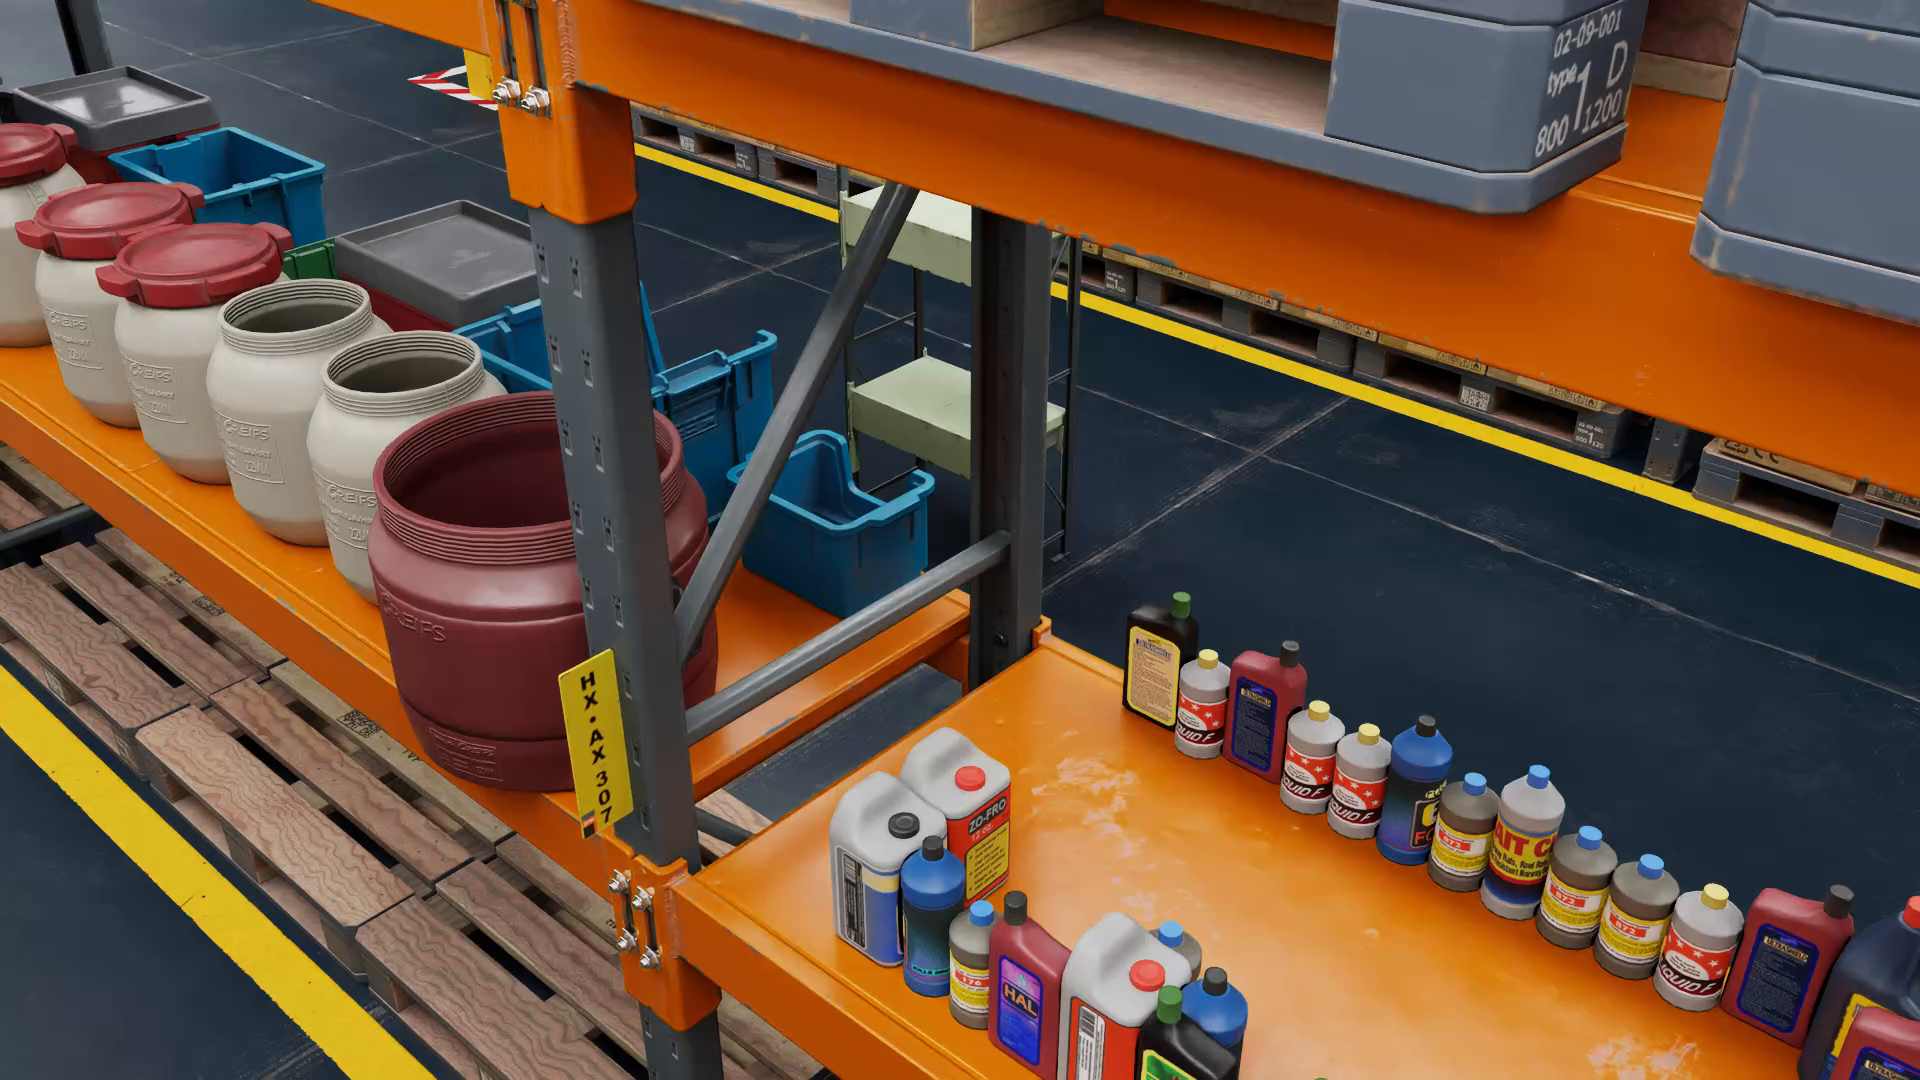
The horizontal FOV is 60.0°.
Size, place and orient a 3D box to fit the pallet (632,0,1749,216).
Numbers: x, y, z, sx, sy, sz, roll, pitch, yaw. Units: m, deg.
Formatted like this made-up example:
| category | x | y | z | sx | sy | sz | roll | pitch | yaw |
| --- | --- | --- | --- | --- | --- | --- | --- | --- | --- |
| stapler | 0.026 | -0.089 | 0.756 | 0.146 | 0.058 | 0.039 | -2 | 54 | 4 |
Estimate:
| category | x | y | z | sx | sy | sz | roll | pitch | yaw |
| --- | --- | --- | --- | --- | --- | --- | --- | --- | --- |
| pallet | 0.290 | -0.718 | 1.809 | 1.213 | 0.211 | 1.003 | 25 | 39 | 35 |

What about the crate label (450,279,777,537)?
| category | x | y | z | sx | sy | sz | roll | pitch | yaw |
| --- | --- | --- | --- | --- | --- | --- | --- | --- | --- |
| crate label | -0.767 | -0.278 | 3.769 | 0.616 | 0.435 | 0.502 | 25 | 39 | 35 |

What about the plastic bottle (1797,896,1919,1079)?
| category | x | y | z | sx | sy | sz | roll | pitch | yaw |
| --- | --- | --- | --- | --- | --- | --- | --- | --- | --- |
| plastic bottle | 1.312 | 0.649 | 2.312 | 0.185 | 0.351 | 0.144 | 25 | 39 | 35 |

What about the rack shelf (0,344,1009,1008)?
| category | x | y | z | sx | sy | sz | roll | pitch | yaw |
| --- | --- | --- | --- | --- | --- | --- | --- | --- | --- |
| rack shelf | -1.695 | -0.200 | 4.371 | 4.000 | 0.370 | 1.077 | 25 | 39 | 35 |

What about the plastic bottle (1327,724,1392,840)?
| category | x | y | z | sx | sy | sz | roll | pitch | yaw |
| --- | --- | --- | --- | --- | --- | --- | --- | --- | --- |
| plastic bottle | 0.691 | 0.407 | 2.859 | 0.097 | 0.201 | 0.097 | 0 | 31 | 0 |

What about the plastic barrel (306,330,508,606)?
| category | x | y | z | sx | sy | sz | roll | pitch | yaw |
| --- | --- | --- | --- | --- | --- | --- | --- | --- | --- |
| plastic barrel | -1.118 | -0.138 | 3.463 | 0.421 | 0.512 | 0.421 | 0 | 31 | 0 |

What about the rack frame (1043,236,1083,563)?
| category | x | y | z | sx | sy | sz | roll | pitch | yaw |
| --- | --- | --- | --- | --- | --- | --- | --- | --- | --- |
| rack frame | 0.266 | -0.518 | 5.657 | 0.023 | 1.500 | 0.400 | 25 | 39 | 35 |

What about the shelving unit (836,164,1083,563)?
| category | x | y | z | sx | sy | sz | roll | pitch | yaw |
| --- | --- | --- | --- | --- | --- | --- | --- | --- | --- |
| shelving unit | -0.005 | -0.645 | 5.867 | 0.755 | 1.500 | 0.431 | 25 | 39 | 35 |

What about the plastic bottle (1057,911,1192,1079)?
| category | x | y | z | sx | sy | sz | roll | pitch | yaw |
| --- | --- | --- | --- | --- | --- | --- | --- | --- | --- |
| plastic bottle | 0.235 | 0.671 | 2.348 | 0.135 | 0.276 | 0.152 | 25 | 39 | 35 |

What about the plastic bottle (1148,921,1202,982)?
| category | x | y | z | sx | sy | sz | roll | pitch | yaw |
| --- | --- | --- | --- | --- | --- | --- | --- | --- | --- |
| plastic bottle | 0.305 | 0.649 | 2.457 | 0.097 | 0.201 | 0.097 | 0 | 31 | 0 |

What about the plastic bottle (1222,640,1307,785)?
| category | x | y | z | sx | sy | sz | roll | pitch | yaw |
| --- | --- | --- | --- | --- | --- | --- | --- | --- | --- |
| plastic bottle | 0.546 | 0.291 | 2.971 | 0.133 | 0.283 | 0.061 | 25 | 39 | 35 |

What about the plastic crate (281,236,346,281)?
| category | x | y | z | sx | sy | sz | roll | pitch | yaw |
| --- | --- | --- | --- | --- | --- | --- | --- | --- | --- |
| plastic crate | -1.697 | -0.615 | 4.568 | 0.662 | 0.188 | 0.450 | 25 | 39 | 35 |

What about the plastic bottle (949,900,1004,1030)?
| category | x | y | z | sx | sy | sz | roll | pitch | yaw |
| --- | --- | --- | --- | --- | --- | --- | --- | --- | --- |
| plastic bottle | 0.032 | 0.627 | 2.493 | 0.097 | 0.201 | 0.097 | 0 | 31 | 0 |

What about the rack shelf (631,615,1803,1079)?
| category | x | y | z | sx | sy | sz | roll | pitch | yaw |
| --- | --- | --- | --- | --- | --- | --- | --- | --- | --- |
| rack shelf | 1.271 | 1.185 | 2.071 | 4.000 | 0.370 | 1.077 | 25 | 39 | 35 |

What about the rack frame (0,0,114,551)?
| category | x | y | z | sx | sy | sz | roll | pitch | yaw |
| --- | --- | --- | --- | --- | --- | --- | --- | --- | --- |
| rack frame | -3.177 | -1.200 | 5.335 | 0.127 | 3.000 | 1.000 | 25 | 39 | 35 |

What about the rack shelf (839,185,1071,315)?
| category | x | y | z | sx | sy | sz | roll | pitch | yaw |
| --- | --- | --- | --- | --- | --- | --- | --- | --- | --- |
| rack shelf | -0.005 | -0.979 | 5.666 | 0.720 | 0.370 | 0.431 | 25 | 39 | 35 |

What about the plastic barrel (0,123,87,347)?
| category | x | y | z | sx | sy | sz | roll | pitch | yaw |
| --- | --- | --- | --- | --- | --- | --- | --- | --- | --- |
| plastic barrel | -2.615 | -0.843 | 4.611 | 0.433 | 0.535 | 0.433 | 0 | 31 | 0 |

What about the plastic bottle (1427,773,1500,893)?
| category | x | y | z | sx | sy | sz | roll | pitch | yaw |
| --- | --- | --- | --- | --- | --- | --- | --- | --- | --- |
| plastic bottle | 0.835 | 0.474 | 2.747 | 0.097 | 0.201 | 0.097 | 0 | 31 | 0 |

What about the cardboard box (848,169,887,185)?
| category | x | y | z | sx | sy | sz | roll | pitch | yaw |
| --- | --- | --- | --- | --- | --- | --- | --- | --- | --- |
| cardboard box | -0.341 | -2.172 | 9.208 | 0.500 | 0.250 | 0.500 | 25 | 39 | 35 |

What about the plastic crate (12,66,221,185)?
| category | x | y | z | sx | sy | sz | roll | pitch | yaw |
| --- | --- | --- | --- | --- | --- | --- | --- | --- | --- |
| plastic crate | -2.613 | -1.177 | 5.235 | 0.583 | 0.464 | 0.402 | 25 | 39 | 35 |

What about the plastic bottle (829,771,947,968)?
| category | x | y | z | sx | sy | sz | roll | pitch | yaw |
| --- | --- | --- | --- | --- | --- | --- | --- | --- | --- |
| plastic bottle | -0.108 | 0.511 | 2.614 | 0.135 | 0.276 | 0.152 | 25 | 39 | 35 |

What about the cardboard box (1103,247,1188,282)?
| category | x | y | z | sx | sy | sz | roll | pitch | yaw |
| --- | --- | --- | --- | --- | --- | --- | --- | --- | --- |
| cardboard box | 1.046 | -1.505 | 8.100 | 0.500 | 0.250 | 0.500 | 24 | 38 | 34 |

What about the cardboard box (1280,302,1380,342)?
| category | x | y | z | sx | sy | sz | roll | pitch | yaw |
| --- | --- | --- | --- | --- | --- | --- | --- | --- | --- |
| cardboard box | 1.806 | -1.152 | 7.513 | 0.500 | 0.250 | 0.500 | 26 | 40 | 36 |

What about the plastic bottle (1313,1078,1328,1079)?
| category | x | y | z | sx | sy | sz | roll | pitch | yaw |
| --- | --- | --- | --- | --- | --- | --- | --- | --- | --- |
| plastic bottle | 0.475 | 0.811 | 2.107 | 0.133 | 0.283 | 0.061 | 25 | 39 | 35 |

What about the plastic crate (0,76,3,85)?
| category | x | y | z | sx | sy | sz | roll | pitch | yaw |
| --- | --- | --- | --- | --- | --- | --- | --- | --- | --- |
| plastic crate | -3.994 | -1.687 | 6.350 | 0.662 | 0.188 | 0.450 | 25 | 39 | 35 |

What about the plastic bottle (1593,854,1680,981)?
| category | x | y | z | sx | sy | sz | roll | pitch | yaw |
| --- | --- | --- | --- | --- | --- | --- | --- | --- | --- |
| plastic bottle | 1.052 | 0.575 | 2.579 | 0.097 | 0.201 | 0.097 | 0 | 31 | 0 |

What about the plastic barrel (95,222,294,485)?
| category | x | y | z | sx | sy | sz | roll | pitch | yaw |
| --- | --- | --- | --- | --- | --- | --- | --- | --- | --- |
| plastic barrel | -1.750 | -0.440 | 3.940 | 0.433 | 0.535 | 0.433 | 0 | 31 | 0 |

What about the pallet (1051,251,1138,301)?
| category | x | y | z | sx | sy | sz | roll | pitch | yaw |
| --- | --- | --- | --- | --- | --- | --- | --- | --- | --- |
| pallet | 0.722 | -1.658 | 8.800 | 1.213 | 0.211 | 1.003 | 25 | 39 | 35 |

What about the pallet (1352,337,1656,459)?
| category | x | y | z | sx | sy | sz | roll | pitch | yaw |
| --- | --- | --- | --- | --- | --- | --- | --- | --- | --- |
| pallet | 2.531 | -0.814 | 7.397 | 1.213 | 0.211 | 1.003 | 25 | 39 | 35 |

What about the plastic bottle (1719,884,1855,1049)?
| category | x | y | z | sx | sy | sz | roll | pitch | yaw |
| --- | --- | --- | --- | --- | --- | --- | --- | --- | --- |
| plastic bottle | 1.222 | 0.607 | 2.447 | 0.133 | 0.283 | 0.061 | 25 | 39 | 35 |

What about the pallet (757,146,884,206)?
| category | x | y | z | sx | sy | sz | roll | pitch | yaw |
| --- | --- | --- | --- | --- | --- | --- | --- | --- | --- |
| pallet | -0.412 | -2.190 | 9.682 | 1.213 | 0.211 | 1.003 | 25 | 39 | 35 |

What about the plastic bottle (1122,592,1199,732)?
| category | x | y | z | sx | sy | sz | roll | pitch | yaw |
| --- | --- | --- | --- | --- | --- | --- | --- | --- | --- |
| plastic bottle | 0.375 | 0.211 | 3.104 | 0.133 | 0.283 | 0.061 | 25 | 39 | 35 |

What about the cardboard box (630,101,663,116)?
| category | x | y | z | sx | sy | sz | roll | pitch | yaw |
| --- | --- | --- | --- | --- | --- | --- | --- | --- | --- |
| cardboard box | -1.825 | -2.864 | 10.357 | 0.500 | 0.250 | 0.500 | 25 | 39 | 35 |

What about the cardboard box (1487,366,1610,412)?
| category | x | y | z | sx | sy | sz | roll | pitch | yaw |
| --- | --- | --- | --- | --- | --- | --- | --- | --- | --- |
| cardboard box | 2.561 | -0.799 | 6.928 | 0.500 | 0.250 | 0.500 | 26 | 40 | 36 |

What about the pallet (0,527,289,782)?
| category | x | y | z | sx | sy | sz | roll | pitch | yaw |
| --- | --- | --- | --- | --- | --- | --- | --- | --- | --- |
| pallet | -2.569 | 0.251 | 5.628 | 1.213 | 0.211 | 1.003 | 25 | 39 | 35 |

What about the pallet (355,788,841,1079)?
| category | x | y | z | sx | sy | sz | roll | pitch | yaw |
| --- | --- | --- | --- | --- | --- | --- | --- | --- | --- |
| pallet | -0.760 | 1.096 | 4.225 | 1.213 | 0.211 | 1.003 | 25 | 39 | 35 |

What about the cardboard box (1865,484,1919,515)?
| category | x | y | z | sx | sy | sz | roll | pitch | yaw |
| --- | --- | --- | --- | --- | --- | --- | --- | --- | --- |
| cardboard box | 3.653 | -0.380 | 5.970 | 0.500 | 0.500 | 0.500 | 23 | 38 | 33 |

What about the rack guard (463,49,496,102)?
| category | x | y | z | sx | sy | sz | roll | pitch | yaw |
| --- | --- | --- | --- | --- | --- | --- | --- | --- | --- |
| rack guard | -2.834 | -3.415 | 11.438 | 0.348 | 0.500 | 1.175 | 25 | 39 | 35 |

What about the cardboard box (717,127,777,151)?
| category | x | y | z | sx | sy | sz | roll | pitch | yaw |
| --- | --- | --- | --- | --- | --- | --- | --- | --- | --- |
| cardboard box | -1.086 | -2.516 | 9.780 | 0.500 | 0.250 | 0.500 | 25 | 39 | 35 |
